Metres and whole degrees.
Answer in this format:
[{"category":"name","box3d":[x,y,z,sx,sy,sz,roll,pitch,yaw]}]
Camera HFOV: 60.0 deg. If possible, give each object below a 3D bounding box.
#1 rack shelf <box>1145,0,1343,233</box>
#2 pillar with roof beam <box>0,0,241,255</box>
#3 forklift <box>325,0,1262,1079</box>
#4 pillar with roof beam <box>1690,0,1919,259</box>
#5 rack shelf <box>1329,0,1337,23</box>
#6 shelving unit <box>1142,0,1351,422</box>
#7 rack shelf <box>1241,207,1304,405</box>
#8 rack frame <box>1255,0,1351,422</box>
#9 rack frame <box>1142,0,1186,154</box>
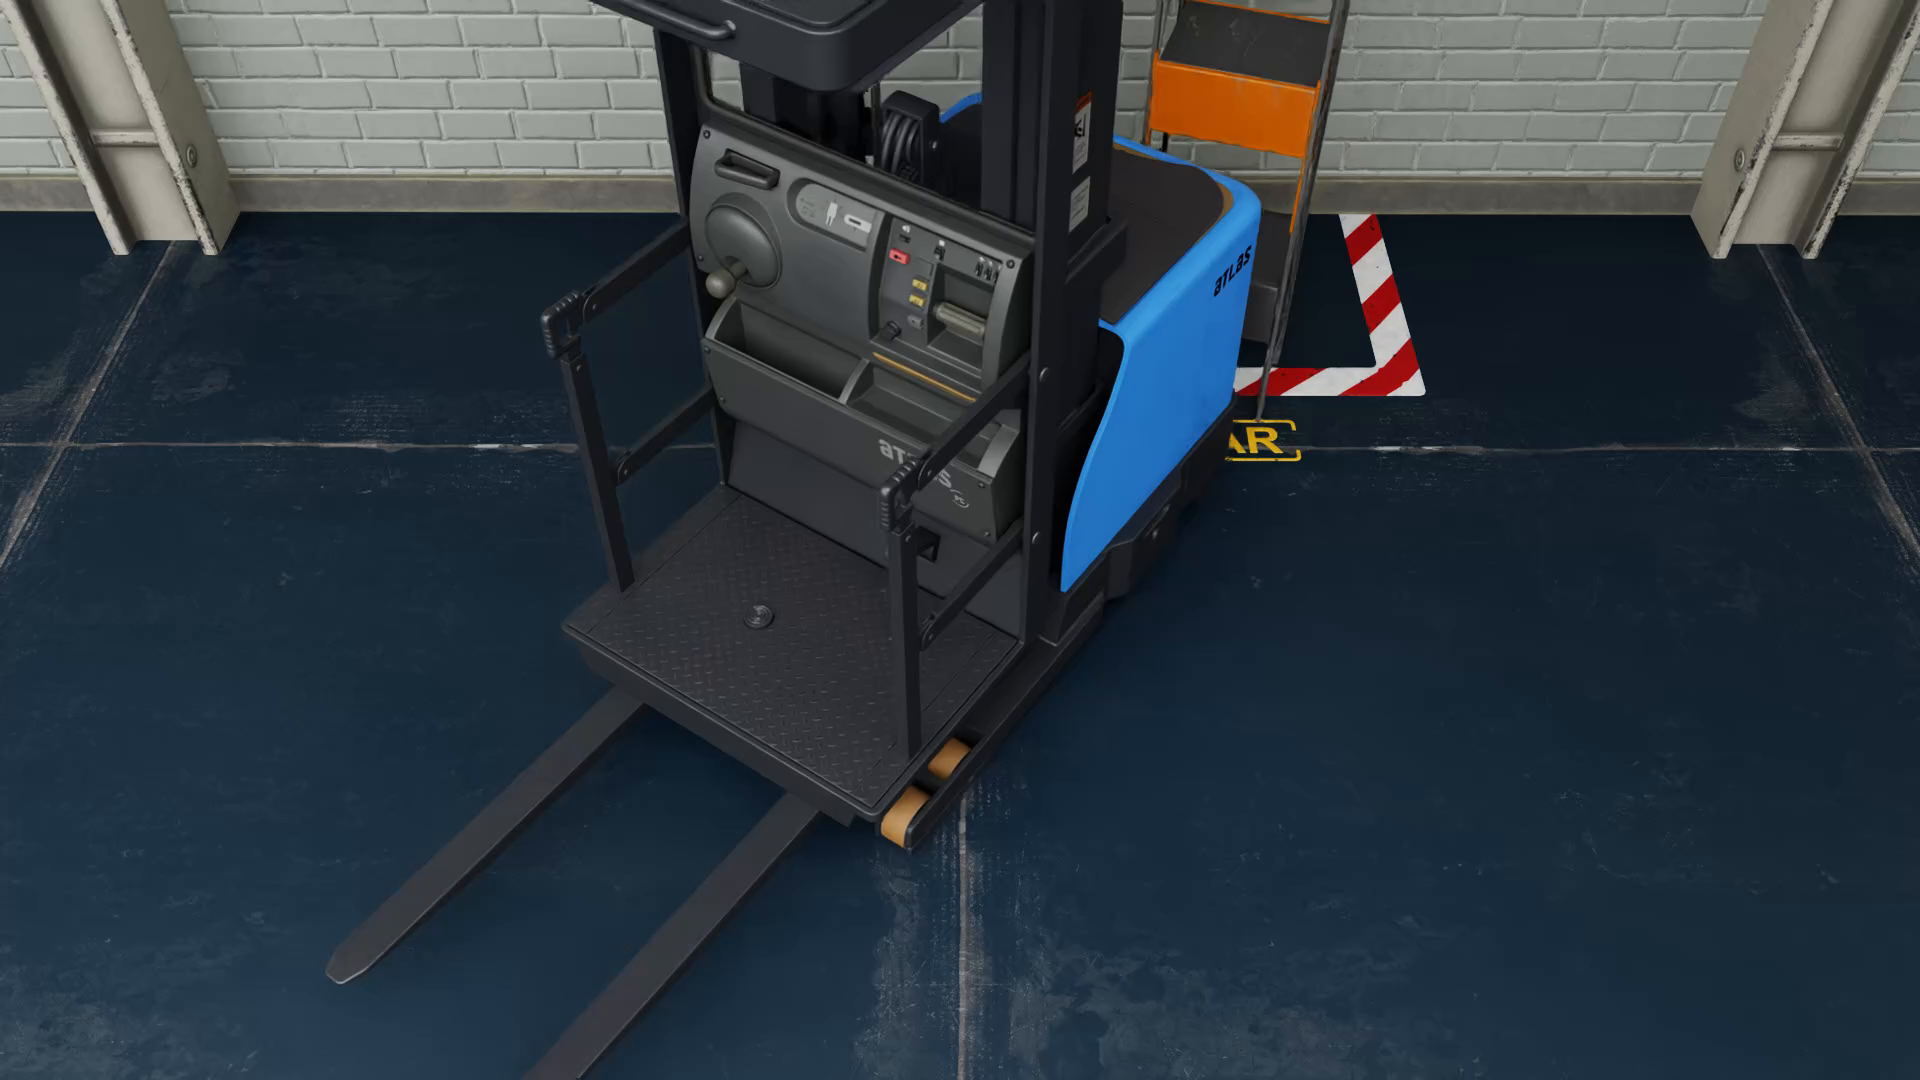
[{"category":"rack shelf","box3d":[0.848,-1.307,5.045,0.480,0.518,0.431,14,48,12]},{"category":"pillar with roof beam","box3d":[-2.999,-1.100,0.126,0.400,9.000,9.100,0,47,0]},{"category":"forklift","box3d":[-0.383,-0.579,3.787,1.130,2.935,3.031,27,53,23]},{"category":"pillar with roof beam","box3d":[3.001,-1.084,0.111,0.400,9.000,9.100,0,47,0]},{"category":"rack shelf","box3d":[0.856,-1.788,4.536,0.480,0.518,0.431,14,48,12]},{"category":"shelving unit","box3d":[0.848,-1.317,5.035,0.503,2.100,0.431,14,48,12]},{"category":"rack shelf","box3d":[0.840,-0.827,5.553,0.480,0.518,0.431,14,48,12]},{"category":"rack frame","box3d":[1.080,-1.259,4.984,0.015,2.100,0.400,14,48,12]},{"category":"rack frame","box3d":[0.616,-1.374,5.085,0.015,2.100,0.400,14,48,12]}]
